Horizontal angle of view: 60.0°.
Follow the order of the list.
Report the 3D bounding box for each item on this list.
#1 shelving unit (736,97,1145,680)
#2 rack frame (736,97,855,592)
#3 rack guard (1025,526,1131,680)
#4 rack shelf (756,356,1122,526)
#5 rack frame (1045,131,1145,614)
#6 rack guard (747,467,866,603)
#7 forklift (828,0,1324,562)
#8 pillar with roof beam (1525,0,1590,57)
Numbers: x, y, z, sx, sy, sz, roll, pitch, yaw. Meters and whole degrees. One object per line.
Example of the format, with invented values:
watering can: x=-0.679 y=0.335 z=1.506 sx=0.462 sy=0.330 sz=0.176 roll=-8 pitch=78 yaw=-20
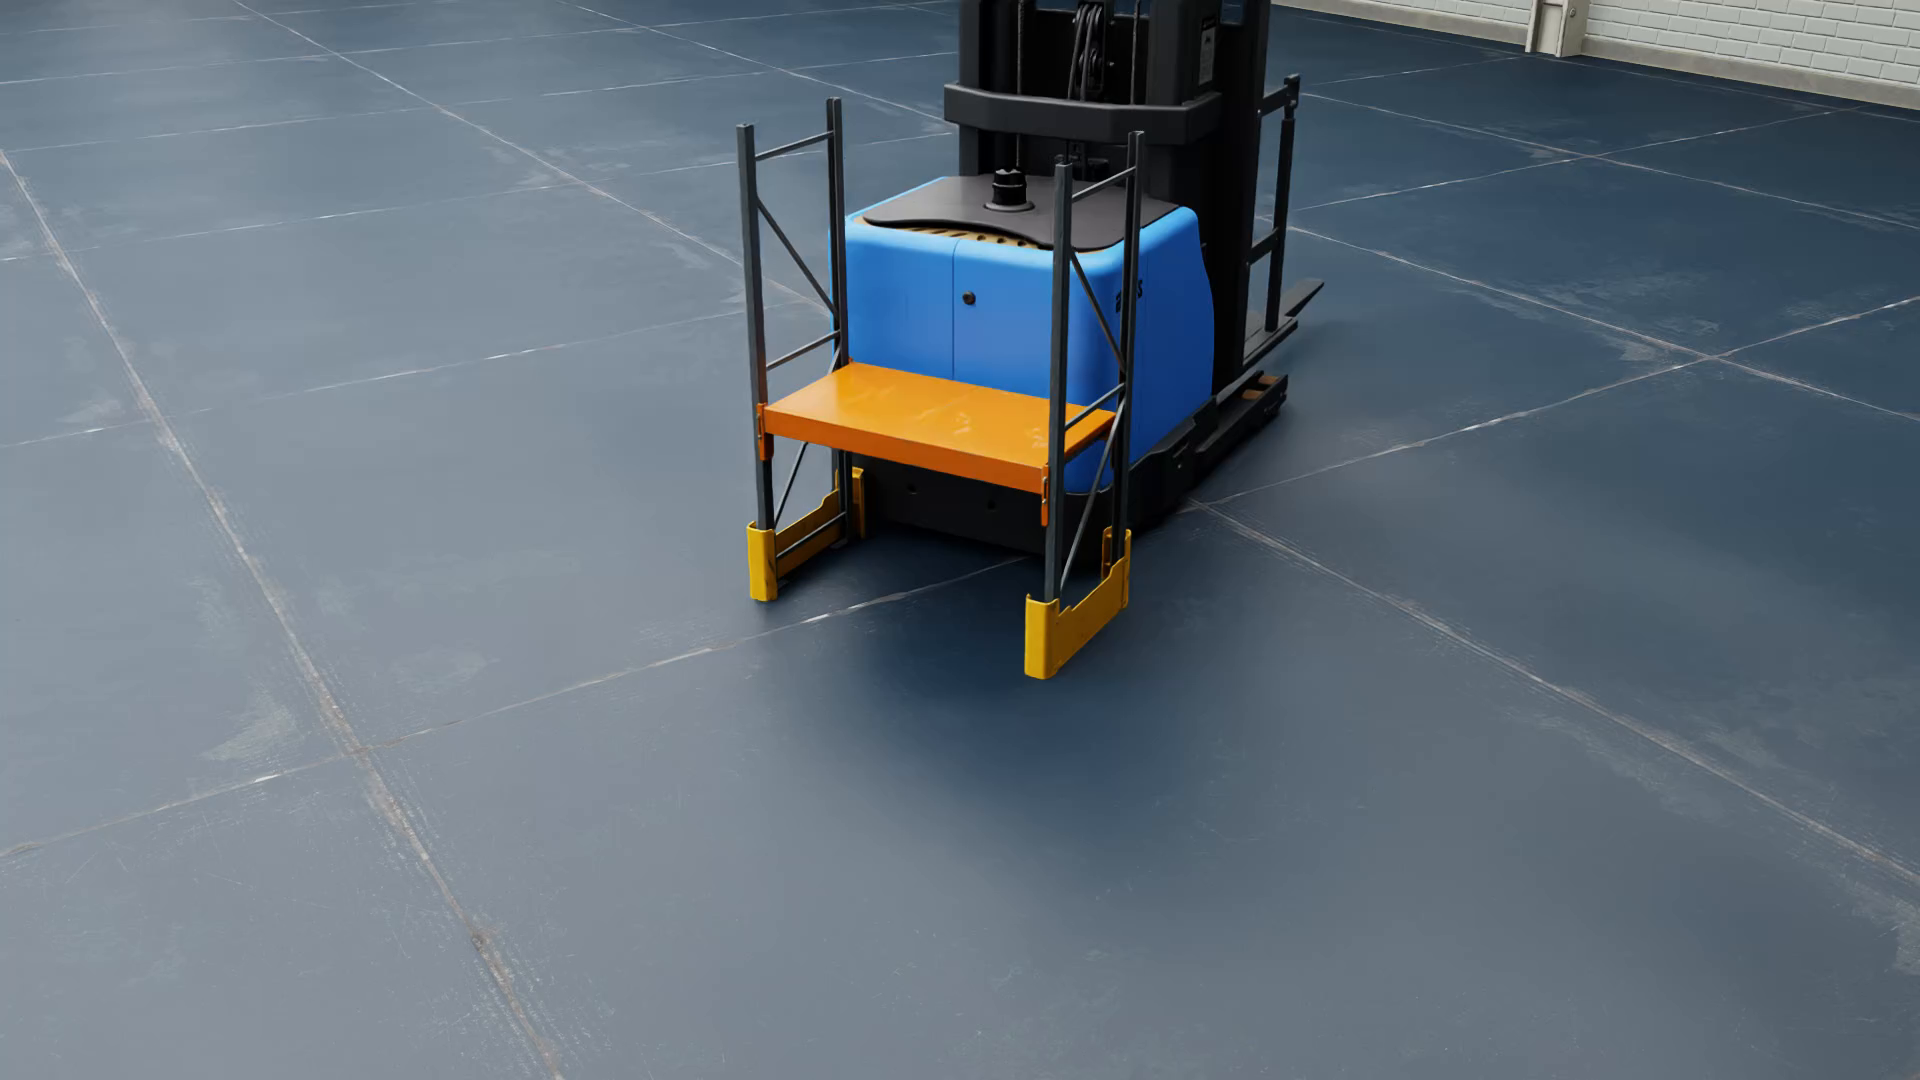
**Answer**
shelving unit: x=-0.068 y=-0.486 z=5.023 sx=1.083 sy=1.500 sz=0.587 roll=14 pitch=29 yaw=27
rack frame: x=-0.502 y=-0.592 z=5.247 sx=0.032 sy=1.500 sz=0.500 roll=14 pitch=29 yaw=27
rack guard: x=0.364 y=0.184 z=5.067 sx=0.087 sy=0.250 sz=0.587 roll=14 pitch=29 yaw=27
rack shelf: x=-0.060 y=-0.322 z=5.096 sx=1.000 sy=0.185 sz=0.538 roll=14 pitch=29 yaw=27
rack frame: x=0.381 y=-0.377 z=4.792 sx=0.032 sy=1.500 sz=0.500 roll=14 pitch=29 yaw=27
rack guard: x=-0.501 y=-0.027 z=5.513 sx=0.087 sy=0.250 sz=0.587 roll=14 pitch=29 yaw=27
forklift: x=0.694 y=-1.847 z=6.230 sx=1.130 sy=2.935 sz=3.031 roll=13 pitch=28 yaw=25
pillar with roof beam: x=1.803 y=-7.509 z=11.114 sx=9.100 sy=9.000 sz=0.400 roll=-16 pitch=29 yaw=-30
